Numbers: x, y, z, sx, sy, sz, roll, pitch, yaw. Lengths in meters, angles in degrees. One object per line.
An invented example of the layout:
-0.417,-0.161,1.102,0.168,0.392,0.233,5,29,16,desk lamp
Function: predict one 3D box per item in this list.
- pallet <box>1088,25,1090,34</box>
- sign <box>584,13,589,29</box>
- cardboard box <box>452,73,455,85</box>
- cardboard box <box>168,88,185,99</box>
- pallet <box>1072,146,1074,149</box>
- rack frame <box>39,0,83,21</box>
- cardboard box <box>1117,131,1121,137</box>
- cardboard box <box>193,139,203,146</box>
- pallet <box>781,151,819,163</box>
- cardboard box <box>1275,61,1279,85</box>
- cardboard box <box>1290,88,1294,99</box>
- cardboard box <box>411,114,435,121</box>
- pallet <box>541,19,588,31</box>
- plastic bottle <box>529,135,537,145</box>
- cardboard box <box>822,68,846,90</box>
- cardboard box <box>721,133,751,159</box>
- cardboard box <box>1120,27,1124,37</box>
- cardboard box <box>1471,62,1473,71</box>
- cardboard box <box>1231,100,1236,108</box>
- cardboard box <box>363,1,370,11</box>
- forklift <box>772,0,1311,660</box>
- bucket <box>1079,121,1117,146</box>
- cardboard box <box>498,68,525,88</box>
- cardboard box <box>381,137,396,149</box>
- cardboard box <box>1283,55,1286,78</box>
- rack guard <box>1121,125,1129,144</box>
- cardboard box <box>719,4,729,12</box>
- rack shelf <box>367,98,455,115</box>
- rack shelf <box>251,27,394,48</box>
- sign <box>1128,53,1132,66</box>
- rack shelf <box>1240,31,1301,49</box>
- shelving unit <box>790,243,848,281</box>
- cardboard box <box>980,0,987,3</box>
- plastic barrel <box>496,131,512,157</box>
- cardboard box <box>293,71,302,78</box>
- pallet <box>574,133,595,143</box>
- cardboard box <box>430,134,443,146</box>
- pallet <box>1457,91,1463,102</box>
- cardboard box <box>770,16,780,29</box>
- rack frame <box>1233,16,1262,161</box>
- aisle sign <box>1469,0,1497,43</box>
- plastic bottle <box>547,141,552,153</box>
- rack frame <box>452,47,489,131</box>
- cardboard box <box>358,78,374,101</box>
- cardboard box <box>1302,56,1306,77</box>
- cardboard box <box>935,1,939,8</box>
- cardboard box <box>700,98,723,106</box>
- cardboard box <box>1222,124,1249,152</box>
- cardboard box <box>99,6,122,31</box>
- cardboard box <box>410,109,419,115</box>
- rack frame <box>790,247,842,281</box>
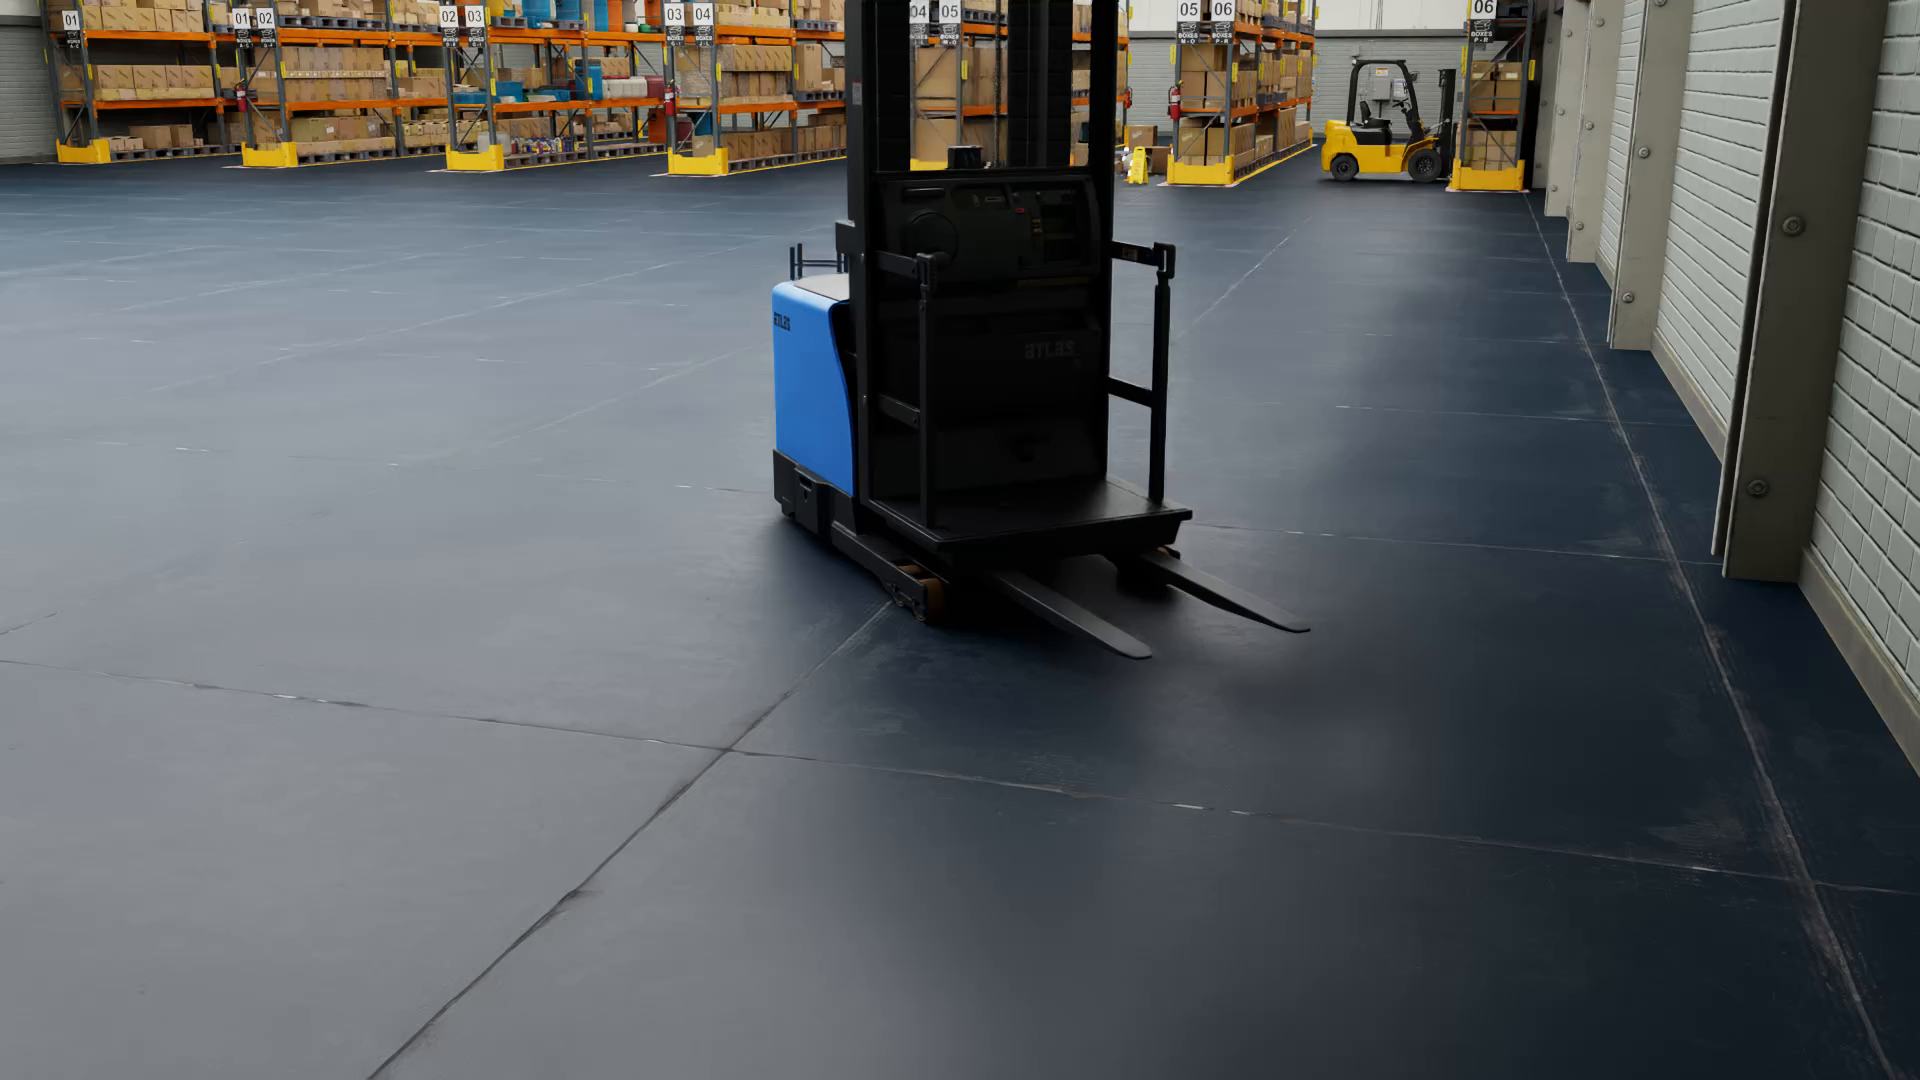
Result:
2.680,-12.577,41.022,1.213,0.211,1.003,5,16,16,pallet
-8.267,-11.482,36.799,0.100,0.325,0.005,5,16,16,sign
-15.437,-13.608,49.259,0.980,0.700,0.700,4,16,13,cardboard box
-18.412,-10.376,38.652,0.500,0.250,0.500,5,16,16,cardboard box
2.393,-9.512,40.479,1.003,0.211,1.213,5,16,16,pallet
-19.427,-12.688,35.571,1.000,3.000,0.127,5,16,16,rack frame
4.169,-11.026,45.160,0.380,0.149,0.250,5,17,18,cardboard box
-18.413,-9.555,39.904,0.380,0.166,0.250,2,16,9,cardboard box
-3.823,-8.558,37.115,1.003,0.211,1.213,5,16,16,pallet
6.596,-10.091,35.910,0.500,0.500,0.500,4,16,15,cardboard box
7.701,-10.678,39.754,0.500,0.250,0.500,4,16,15,cardboard box
-15.706,-12.128,48.404,0.700,0.500,0.500,5,17,17,cardboard box
-8.903,-11.236,36.295,1.213,0.211,1.003,5,16,16,pallet
-9.472,-8.789,36.867,0.144,0.351,0.185,4,16,14,plastic bottle
-3.084,-10.694,38.584,0.700,0.500,0.500,7,17,24,cardboard box
-4.653,-8.132,34.315,0.500,0.500,0.500,6,17,21,cardboard box
4.081,-13.522,44.282,0.500,0.250,0.500,5,16,16,cardboard box
9.022,-8.177,28.745,0.380,0.149,0.250,5,16,16,cardboard box
4.828,-7.963,30.368,0.380,0.149,0.250,4,16,14,cardboard box
-16.535,-14.639,45.584,0.500,0.250,0.500,4,16,14,cardboard box
0.216,-1.237,6.321,1.130,2.935,3.031,-7,17,-24,forklift
2.856,-8.227,34.050,0.726,0.611,0.620,11,9,35,bucket
-11.889,-12.160,43.750,0.700,0.500,0.500,8,18,26,cardboard box
-13.462,-9.206,38.558,0.500,0.250,0.500,5,16,16,cardboard box
7.102,-10.744,37.695,0.500,0.500,0.500,5,16,16,cardboard box
4.073,-11.202,45.907,1.175,0.500,0.348,5,16,16,rack guard
-4.713,-10.327,32.287,0.380,0.149,0.250,5,17,17,cardboard box
-12.971,-10.642,40.671,1.077,0.370,4.000,5,16,16,rack shelf
-14.108,-11.039,36.572,1.077,0.370,4.000,5,16,16,rack shelf
4.621,-13.085,45.264,0.100,0.325,0.005,5,16,16,sign
7.164,-11.594,38.530,1.077,0.370,4.000,5,16,16,rack shelf
-0.666,-0.798,7.934,0.258,1.200,0.189,2,15,5,shelving unit
0.216,-10.374,31.686,0.500,0.250,0.500,4,16,15,cardboard box
-9.672,-8.348,35.053,0.421,0.512,0.421,0,16,0,plastic barrel
-14.286,-9.934,35.484,0.380,0.149,0.250,4,16,14,cardboard box
-11.070,-11.396,47.121,1.003,0.211,1.213,5,16,16,pallet
-12.896,-9.700,40.300,0.500,0.250,0.500,4,16,14,cardboard box
11.481,-9.680,36.313,1.213,0.211,1.003,5,16,16,pallet
-4.080,-10.791,34.657,0.500,0.250,0.500,5,17,17,cardboard box
5.459,-8.927,33.307,1.000,3.000,0.127,5,16,16,rack frame
8.782,-8.753,27.929,0.394,0.787,0.004,5,16,16,aisle sign
-8.931,-8.552,36.176,0.097,0.271,0.097,0,16,0,plastic bottle
-12.403,-11.512,42.418,1.000,3.000,0.127,5,16,16,rack frame
-13.803,-10.258,37.815,0.700,0.500,0.500,4,16,15,cardboard box
8.406,-11.920,41.843,0.500,0.500,0.500,5,17,17,cardboard box
-0.611,-9.990,31.063,0.380,0.149,0.250,5,17,16,cardboard box
-4.870,-8.585,32.559,0.380,0.149,0.250,5,16,16,cardboard box
5.261,-7.725,31.963,0.500,0.500,0.500,6,17,19,cardboard box
-18.905,-11.508,36.689,0.500,0.500,0.500,6,17,20,cardboard box
-15.937,-12.418,48.236,0.380,0.149,0.250,5,16,16,cardboard box
-0.675,-0.773,7.846,0.240,1.200,0.006,2,15,5,rack frame
